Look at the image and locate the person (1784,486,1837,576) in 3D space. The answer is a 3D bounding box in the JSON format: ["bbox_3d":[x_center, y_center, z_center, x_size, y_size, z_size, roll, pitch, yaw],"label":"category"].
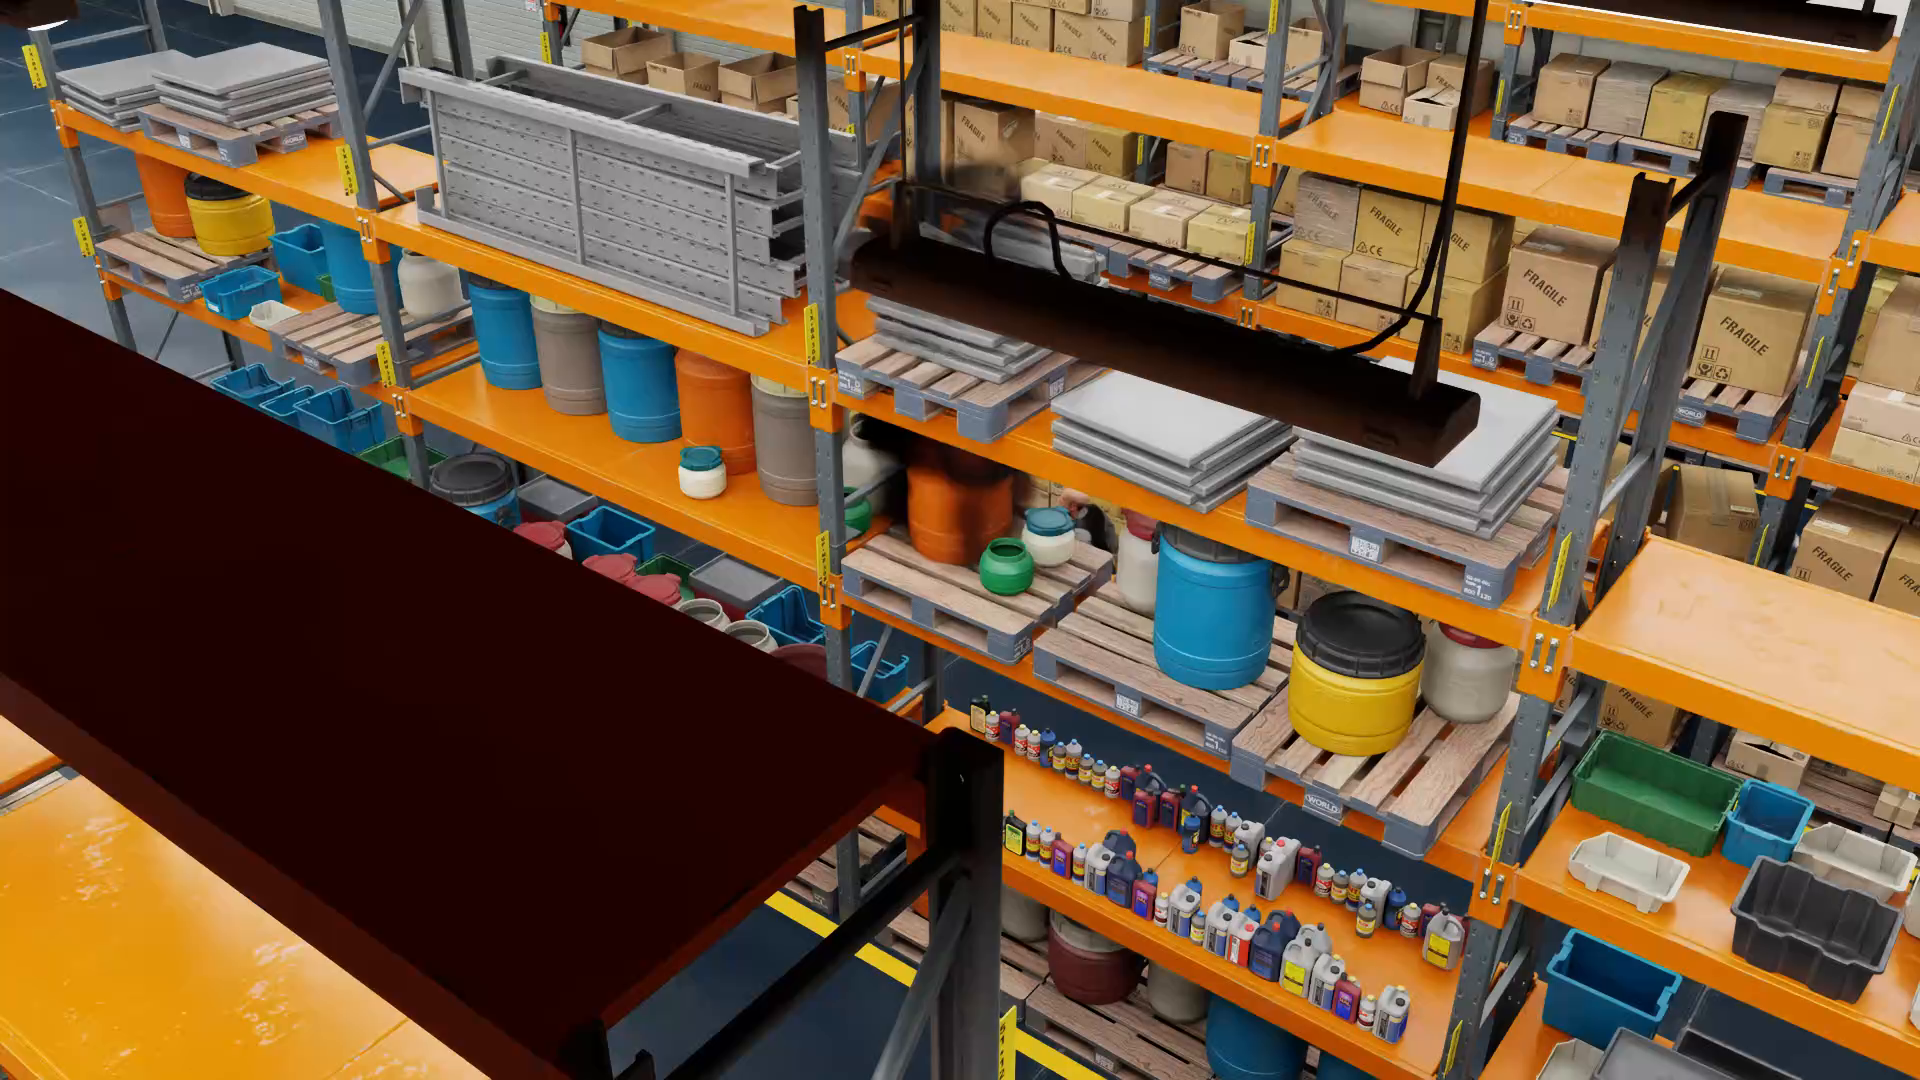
[{"bbox_3d":[6.842,0.244,13.264,0.677,1.717,0.593,18,36,27],"label":"person"}]

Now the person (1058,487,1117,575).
[{"bbox_3d":[1.057,0.326,13.168,0.652,1.661,0.661,11,33,17],"label":"person"}]
